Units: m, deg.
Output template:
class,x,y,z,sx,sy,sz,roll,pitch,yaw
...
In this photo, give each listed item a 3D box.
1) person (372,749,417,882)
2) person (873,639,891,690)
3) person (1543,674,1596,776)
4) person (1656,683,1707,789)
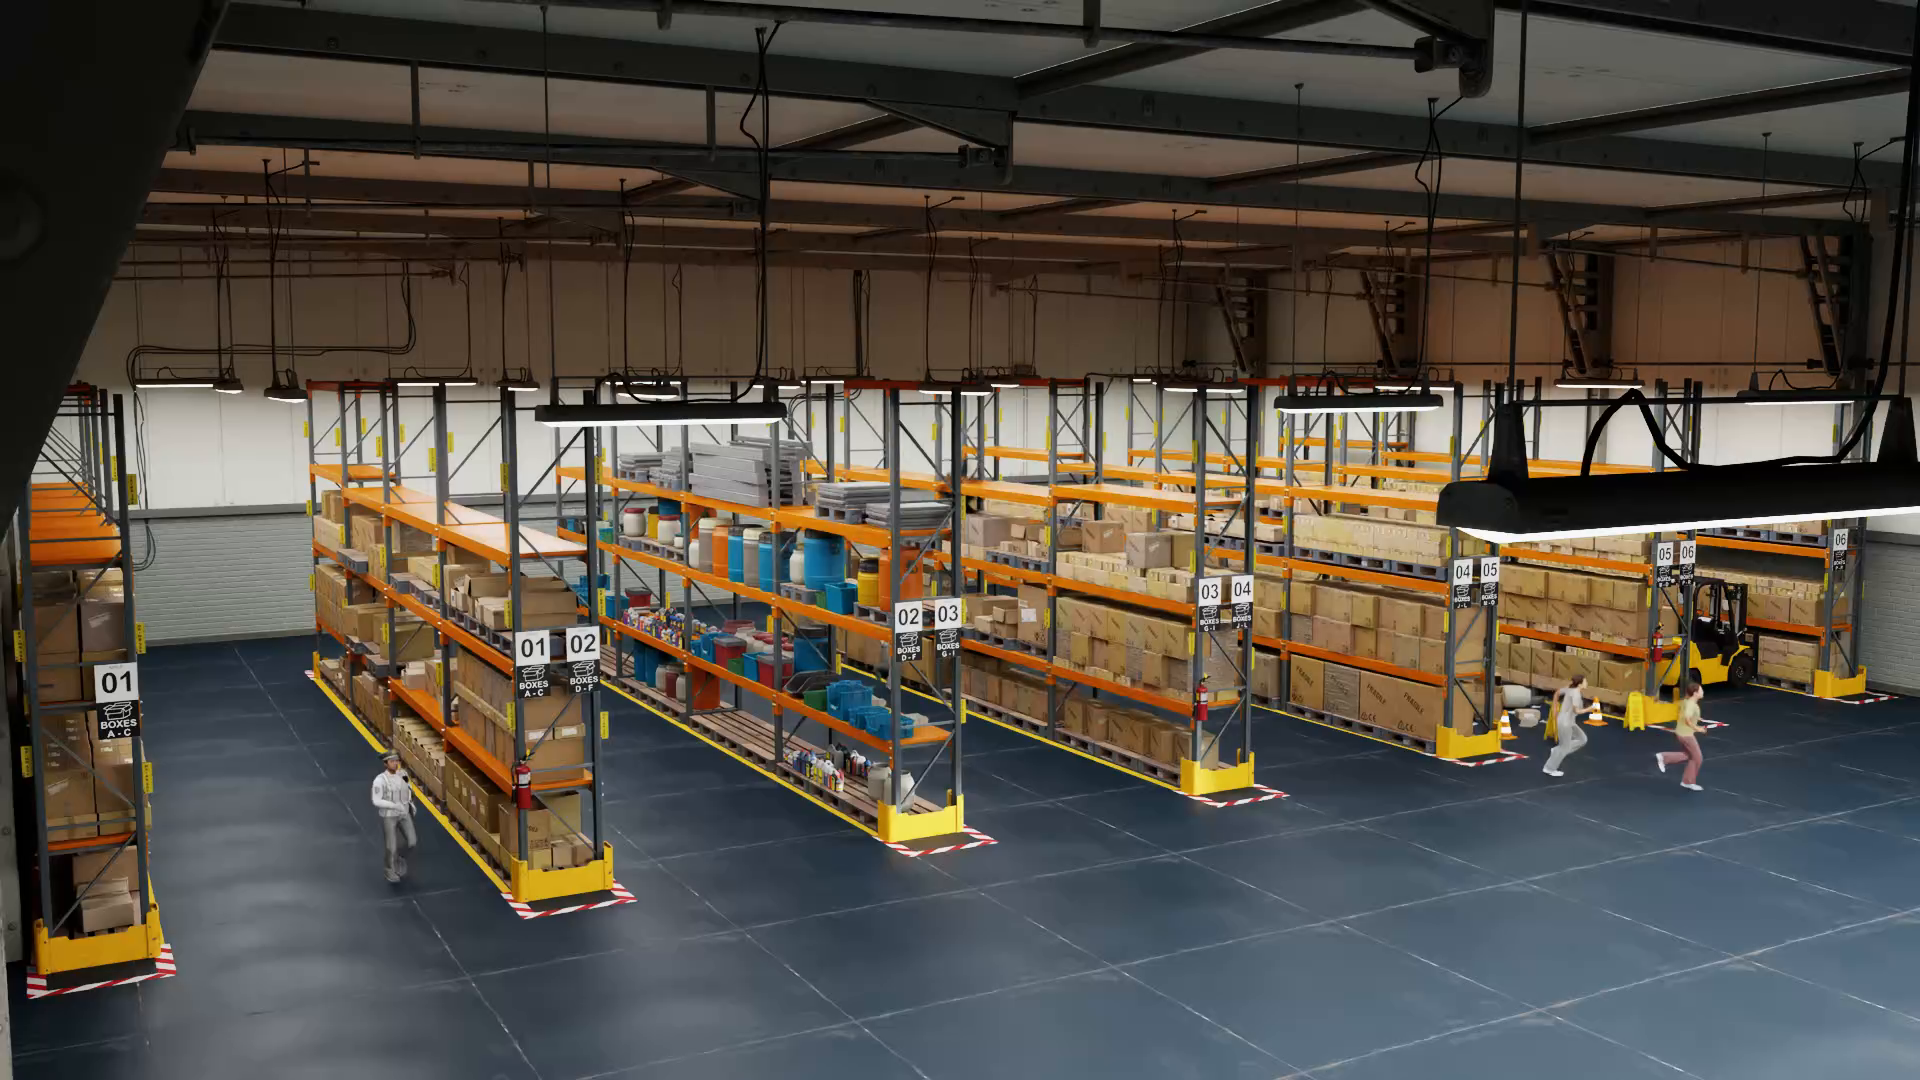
class,x,y,z,sx,sy,sz,roll,pitch,yaw
person,-6.832,3.353,20.206,0.595,1.660,0.584,-6,8,-44
person,-1.355,1.936,30.960,0.582,1.676,0.577,-4,7,-35
person,9.339,2.832,25.475,0.729,1.601,0.547,2,6,15
person,10.753,2.913,24.784,0.670,1.631,0.610,2,6,16
